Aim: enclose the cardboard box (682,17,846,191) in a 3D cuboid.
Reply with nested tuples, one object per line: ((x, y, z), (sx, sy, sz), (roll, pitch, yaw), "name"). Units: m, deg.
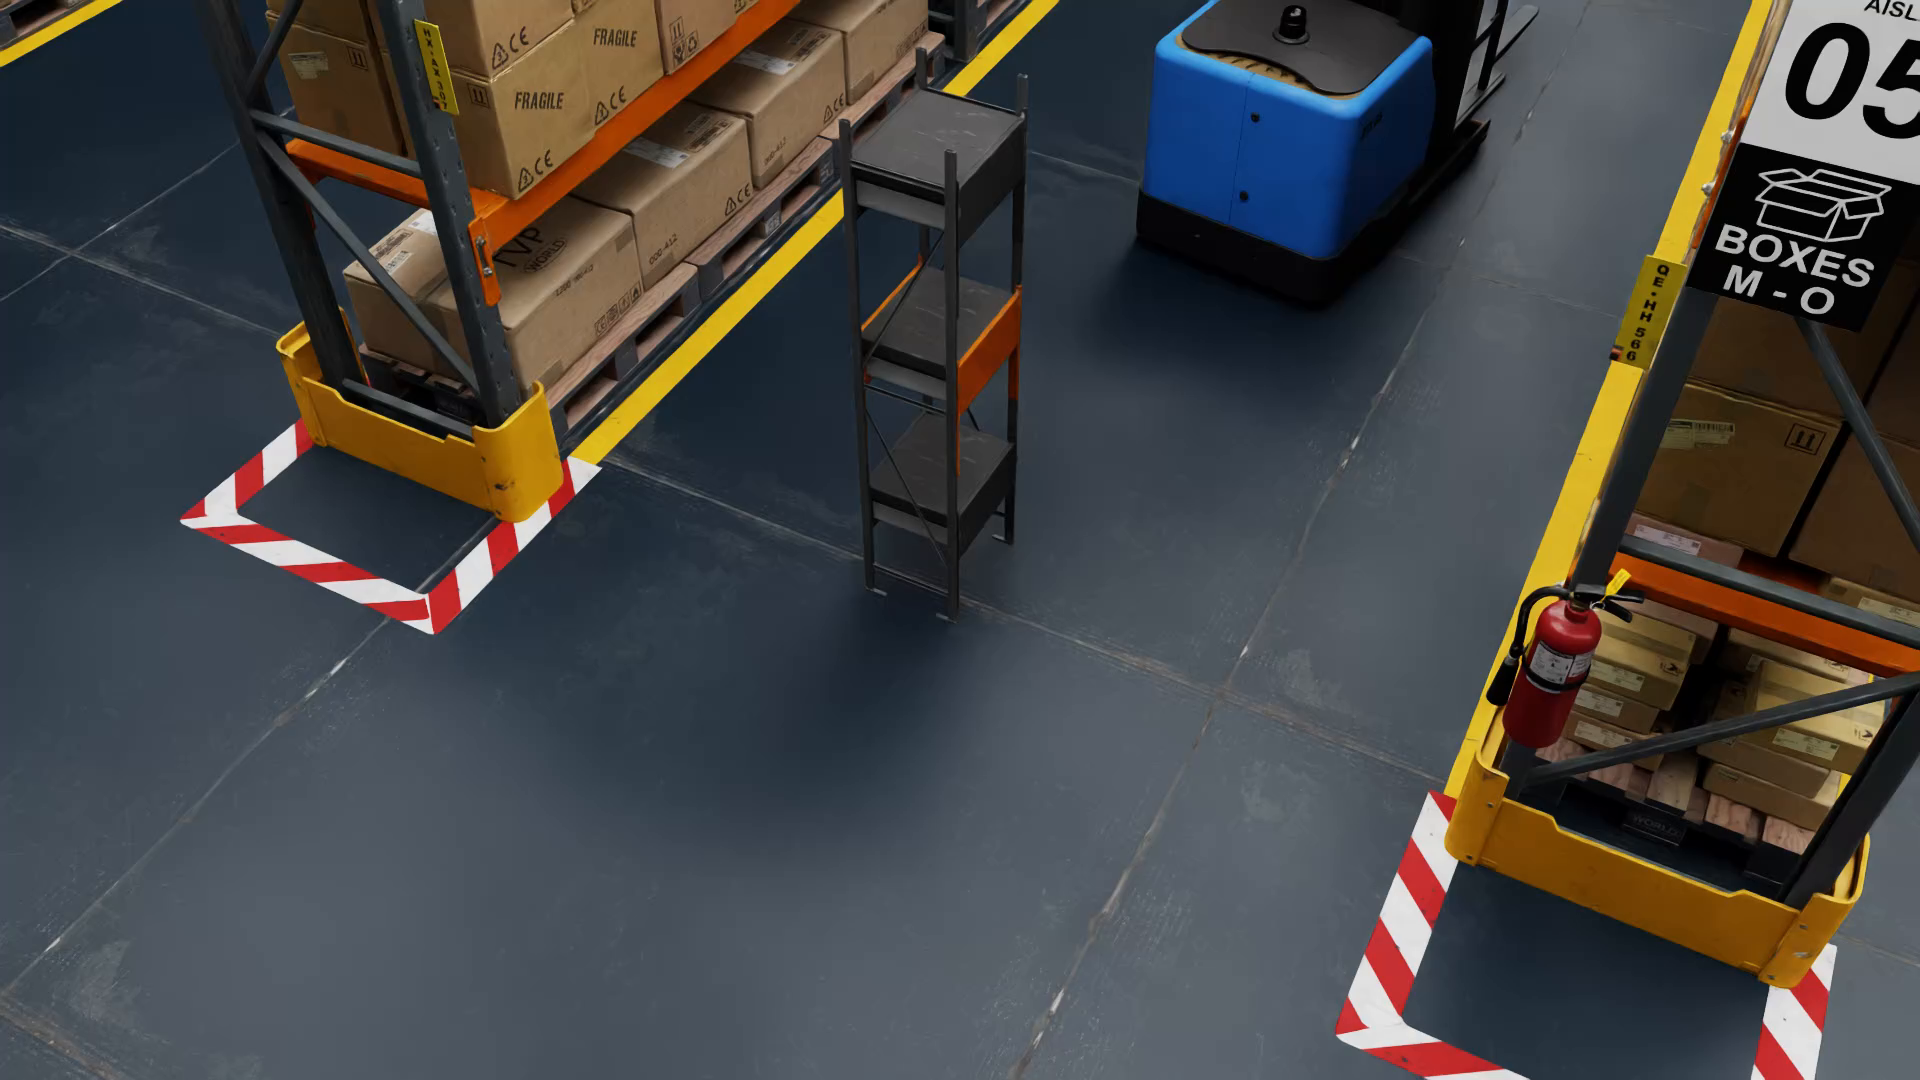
((-1.173, -2.266, 8.386), (0.875, 0.438, 0.875), (19, 48, 18), "cardboard box")

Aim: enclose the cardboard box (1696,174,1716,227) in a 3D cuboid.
((2.895, -1.316, 5.663), (0.500, 0.500, 0.500), (23, 50, 21), "cardboard box")

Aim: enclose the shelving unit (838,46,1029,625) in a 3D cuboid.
((-0.077, -0.634, 5.900), (0.431, 2.100, 0.503), (20, 49, 19), "shelving unit")

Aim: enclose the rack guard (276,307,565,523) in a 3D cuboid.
((-2.239, -0.529, 6.922), (1.175, 0.500, 0.348), (20, 49, 19), "rack guard")

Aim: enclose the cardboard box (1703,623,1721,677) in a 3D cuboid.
((2.888, 0.427, 5.928), (0.380, 0.149, 0.250), (21, 49, 19), "cardboard box")

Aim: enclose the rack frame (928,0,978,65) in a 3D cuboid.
((-0.371, -3.943, 8.538), (1.000, 3.000, 0.127), (20, 49, 19), "rack frame")

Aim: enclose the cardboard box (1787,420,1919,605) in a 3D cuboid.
((2.656, -0.184, 4.543), (0.500, 0.500, 0.500), (23, 50, 21), "cardboard box")

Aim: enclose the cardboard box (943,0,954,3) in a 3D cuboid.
((-0.154, -3.761, 9.556), (0.875, 0.875, 0.875), (22, 49, 20), "cardboard box")

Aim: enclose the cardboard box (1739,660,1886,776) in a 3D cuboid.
((2.747, 0.575, 5.364), (0.380, 0.149, 0.250), (18, 48, 17), "cardboard box")

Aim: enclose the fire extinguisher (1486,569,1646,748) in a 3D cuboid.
((1.678, 0.312, 4.649), (0.296, 0.674, 0.183), (20, 49, 19), "fire extinguisher")

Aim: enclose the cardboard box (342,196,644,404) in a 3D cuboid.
((-2.010, -1.119, 7.253), (0.875, 0.438, 0.875), (19, 48, 18), "cardboard box")

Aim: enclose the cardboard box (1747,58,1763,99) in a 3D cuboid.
((2.431, -1.033, 4.680), (0.500, 0.500, 0.500), (19, 48, 18), "cardboard box")

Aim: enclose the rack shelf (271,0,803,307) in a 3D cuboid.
((-1.300, -2.430, 7.549), (1.077, 0.370, 4.000), (20, 49, 19), "rack shelf")

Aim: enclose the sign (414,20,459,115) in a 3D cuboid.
((-1.739, -1.568, 5.527), (0.100, 0.325, 0.005), (20, 49, 19), "sign")

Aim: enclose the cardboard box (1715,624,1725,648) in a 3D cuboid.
((2.886, 0.315, 5.830), (0.380, 0.149, 0.250), (21, 49, 20), "cardboard box")

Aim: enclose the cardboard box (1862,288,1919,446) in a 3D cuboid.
((2.647, -0.539, 4.191), (0.500, 0.500, 0.500), (20, 49, 19), "cardboard box")

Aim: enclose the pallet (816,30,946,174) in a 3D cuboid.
((-0.793, -2.510, 9.082), (1.003, 0.211, 1.213), (20, 49, 19), "pallet")

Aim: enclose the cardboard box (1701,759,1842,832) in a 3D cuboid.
((2.730, 0.778, 5.582), (0.380, 0.149, 0.250), (21, 49, 20), "cardboard box")

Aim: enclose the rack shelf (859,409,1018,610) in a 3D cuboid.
((-0.077, -0.132, 6.408), (0.431, 0.518, 0.480), (20, 49, 19), "rack shelf")

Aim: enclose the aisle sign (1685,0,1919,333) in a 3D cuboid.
((1.904, -0.819, 3.623), (0.394, 0.787, 0.004), (20, 49, 19), "aisle sign")

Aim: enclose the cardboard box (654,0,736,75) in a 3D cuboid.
((-1.289, -2.308, 6.852), (0.500, 0.500, 0.500), (20, 49, 19), "cardboard box")

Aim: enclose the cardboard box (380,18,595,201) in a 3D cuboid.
((-1.751, -1.666, 6.217), (0.500, 0.500, 0.500), (20, 49, 19), "cardboard box")

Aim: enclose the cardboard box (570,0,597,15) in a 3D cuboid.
((-1.519, -2.346, 6.186), (0.500, 0.500, 0.500), (19, 48, 18), "cardboard box")

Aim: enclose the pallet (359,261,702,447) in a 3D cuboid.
((-1.926, -0.972, 7.563), (1.003, 0.211, 1.213), (20, 49, 19), "pallet")

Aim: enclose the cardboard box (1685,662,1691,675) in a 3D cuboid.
((2.365, 0.324, 5.821), (0.380, 0.149, 0.250), (19, 48, 18), "cardboard box")

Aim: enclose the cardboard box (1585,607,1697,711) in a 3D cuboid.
((2.225, 0.376, 5.561), (0.380, 0.149, 0.250), (21, 49, 19), "cardboard box")

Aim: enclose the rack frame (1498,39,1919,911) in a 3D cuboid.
((2.203, 0.148, 4.495), (1.000, 3.000, 0.127), (20, 49, 19), "rack frame")

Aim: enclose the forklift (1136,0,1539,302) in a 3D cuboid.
((2.127, -3.150, 7.803), (1.130, 2.935, 3.031), (27, 51, 24), "forklift")

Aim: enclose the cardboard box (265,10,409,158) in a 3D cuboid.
((-2.238, -1.850, 6.399), (0.500, 0.500, 0.500), (21, 49, 19), "cardboard box")

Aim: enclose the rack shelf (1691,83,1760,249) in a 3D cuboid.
((3.132, -1.914, 4.929), (1.077, 0.370, 4.000), (20, 49, 19), "rack shelf")

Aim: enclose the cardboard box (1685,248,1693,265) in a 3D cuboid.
((2.428, -0.683, 5.037), (0.500, 0.500, 0.500), (20, 49, 18), "cardboard box")

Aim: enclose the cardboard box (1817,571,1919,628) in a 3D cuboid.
((2.644, 0.140, 4.679), (0.380, 0.149, 0.250), (20, 49, 19), "cardboard box")

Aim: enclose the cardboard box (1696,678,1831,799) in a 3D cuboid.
((2.674, 0.652, 5.496), (0.380, 0.149, 0.250), (22, 49, 21), "cardboard box")

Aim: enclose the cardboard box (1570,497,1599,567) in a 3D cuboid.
((2.400, 0.031, 5.901), (0.380, 0.149, 0.250), (19, 48, 18), "cardboard box")

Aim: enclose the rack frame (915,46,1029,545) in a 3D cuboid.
((0.036, -0.788, 6.052), (0.400, 2.100, 0.015), (20, 49, 19), "rack frame")

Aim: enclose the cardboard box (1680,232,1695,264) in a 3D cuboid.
((3.483, -1.227, 7.563), (0.380, 0.149, 0.250), (22, 49, 20), "cardboard box")

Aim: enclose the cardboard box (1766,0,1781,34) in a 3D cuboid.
((2.907, -1.698, 5.337), (0.500, 0.500, 0.500), (19, 48, 18), "cardboard box")
